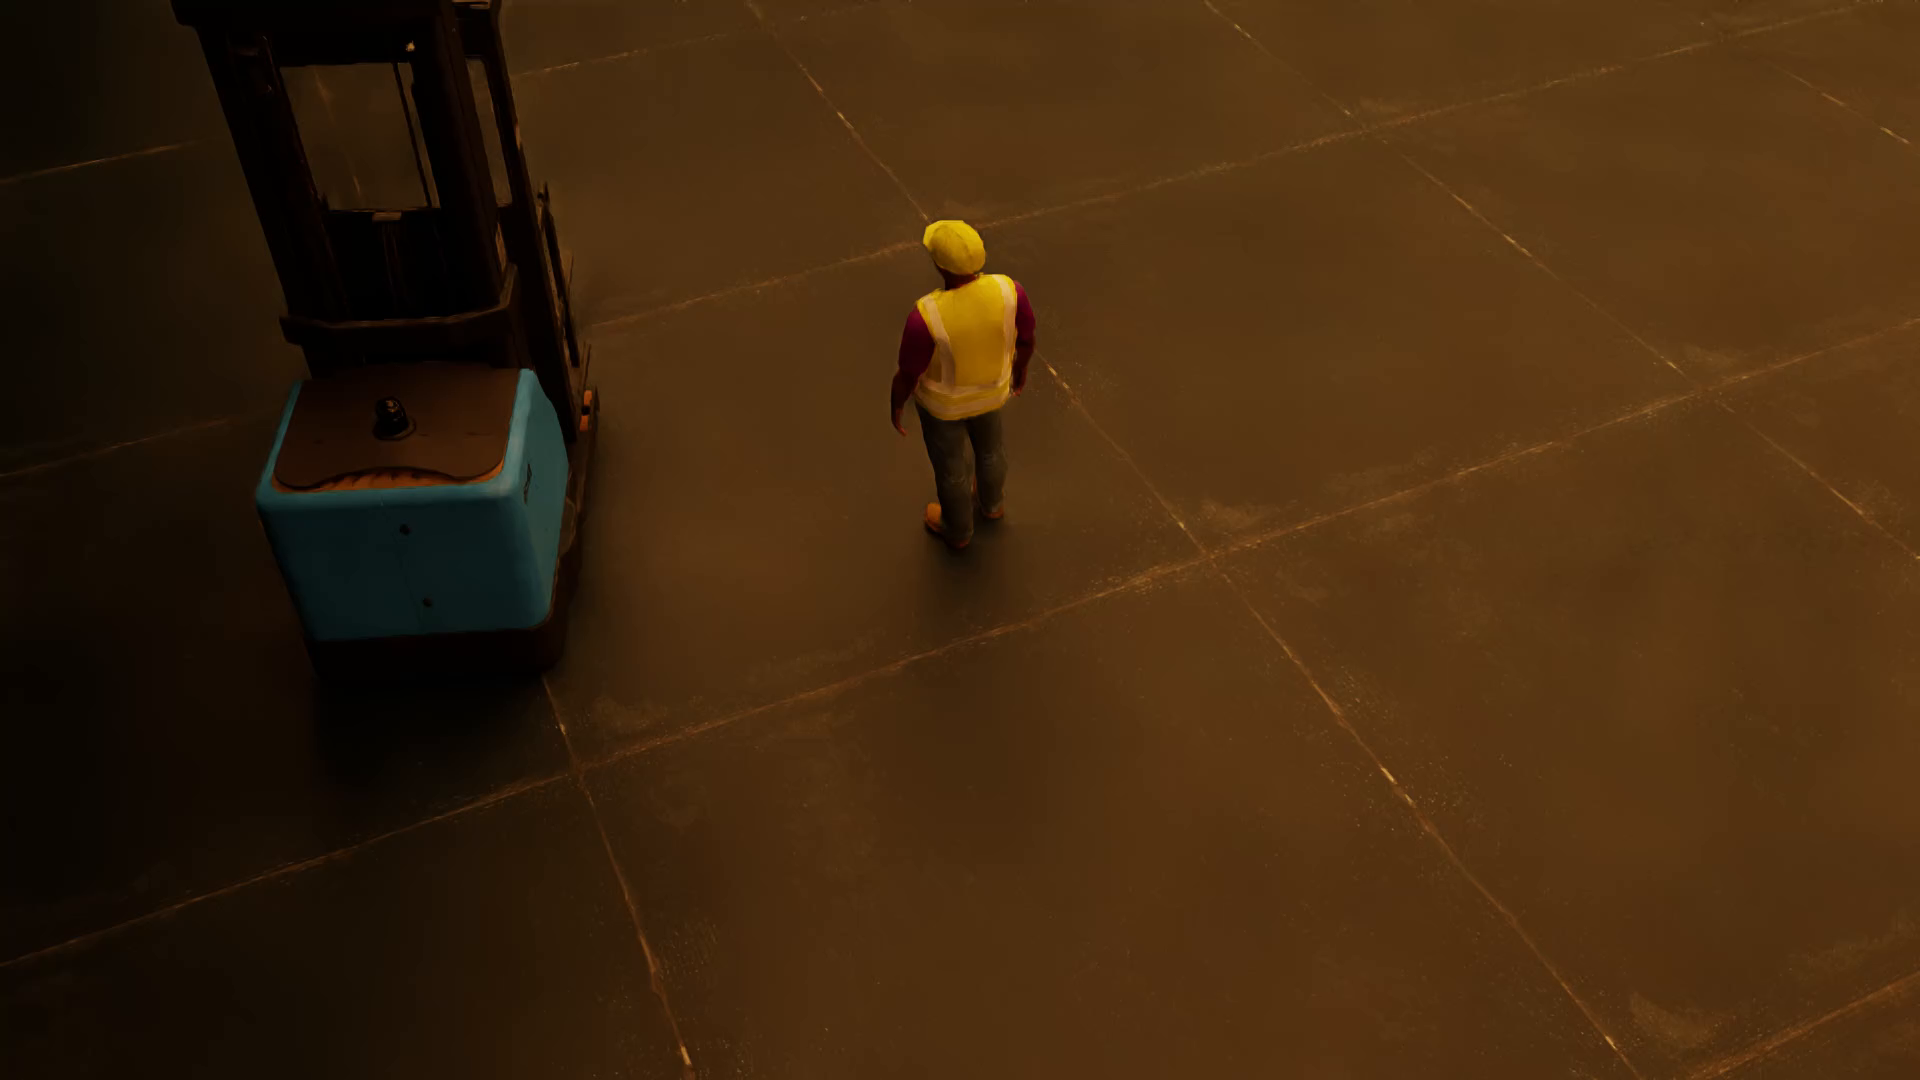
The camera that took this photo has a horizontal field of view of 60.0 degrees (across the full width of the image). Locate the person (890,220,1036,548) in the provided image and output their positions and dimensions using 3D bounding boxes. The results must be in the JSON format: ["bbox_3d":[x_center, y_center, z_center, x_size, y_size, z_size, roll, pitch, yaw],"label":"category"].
[{"bbox_3d":[-0.024,-0.695,7.269,0.665,1.766,0.576,-18,46,-18],"label":"person"}]

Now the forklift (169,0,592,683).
[{"bbox_3d":[-2.397,-1.471,7.256,1.130,2.935,3.031,-5,43,-5],"label":"forklift"}]
